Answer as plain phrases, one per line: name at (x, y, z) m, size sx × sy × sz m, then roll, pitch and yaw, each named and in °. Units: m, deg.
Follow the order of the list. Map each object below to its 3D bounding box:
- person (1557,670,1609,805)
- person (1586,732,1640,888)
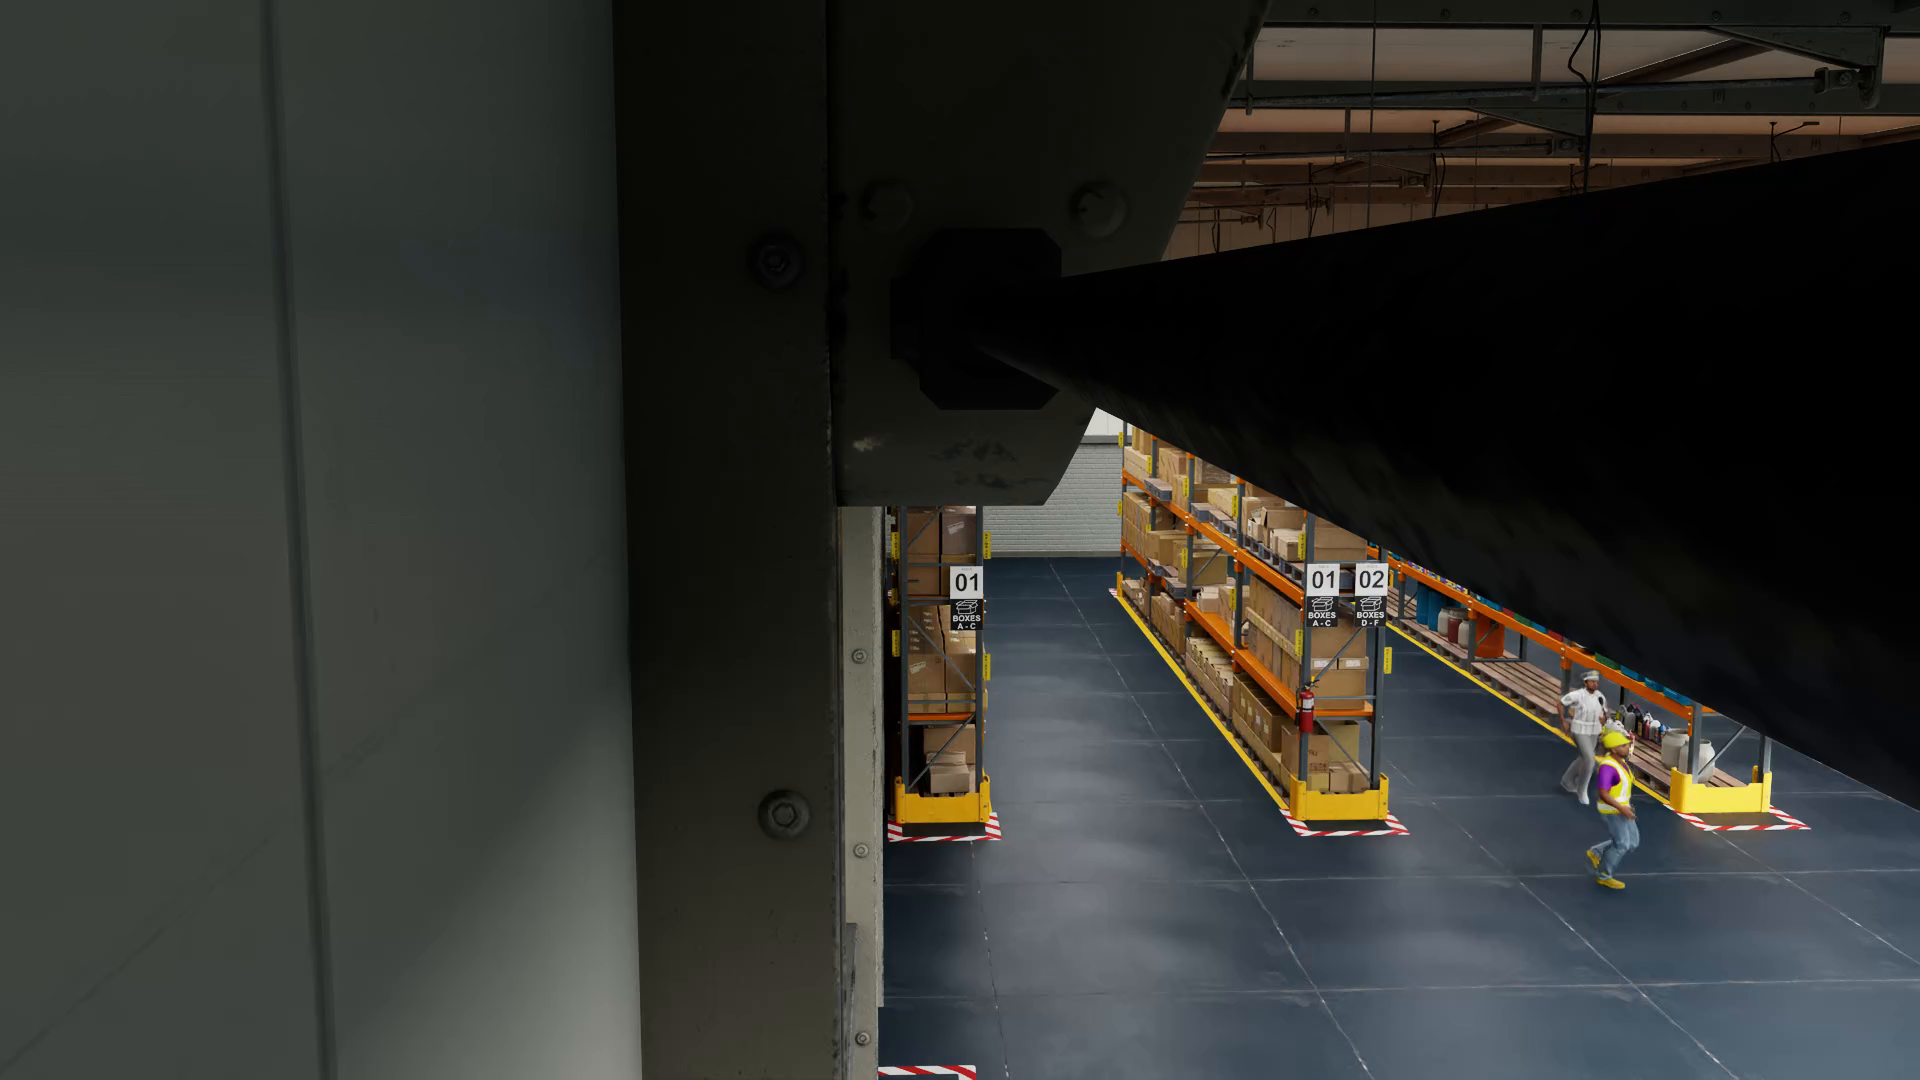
person at (8.038, 2.513, 21.403) m, size 0.566 × 1.736 × 0.685 m, roll -3°, pitch 9°, yaw -20°
person at (7.151, 2.941, 18.183) m, size 0.536 × 1.727 × 0.702 m, roll 5°, pitch 9°, yaw 29°
